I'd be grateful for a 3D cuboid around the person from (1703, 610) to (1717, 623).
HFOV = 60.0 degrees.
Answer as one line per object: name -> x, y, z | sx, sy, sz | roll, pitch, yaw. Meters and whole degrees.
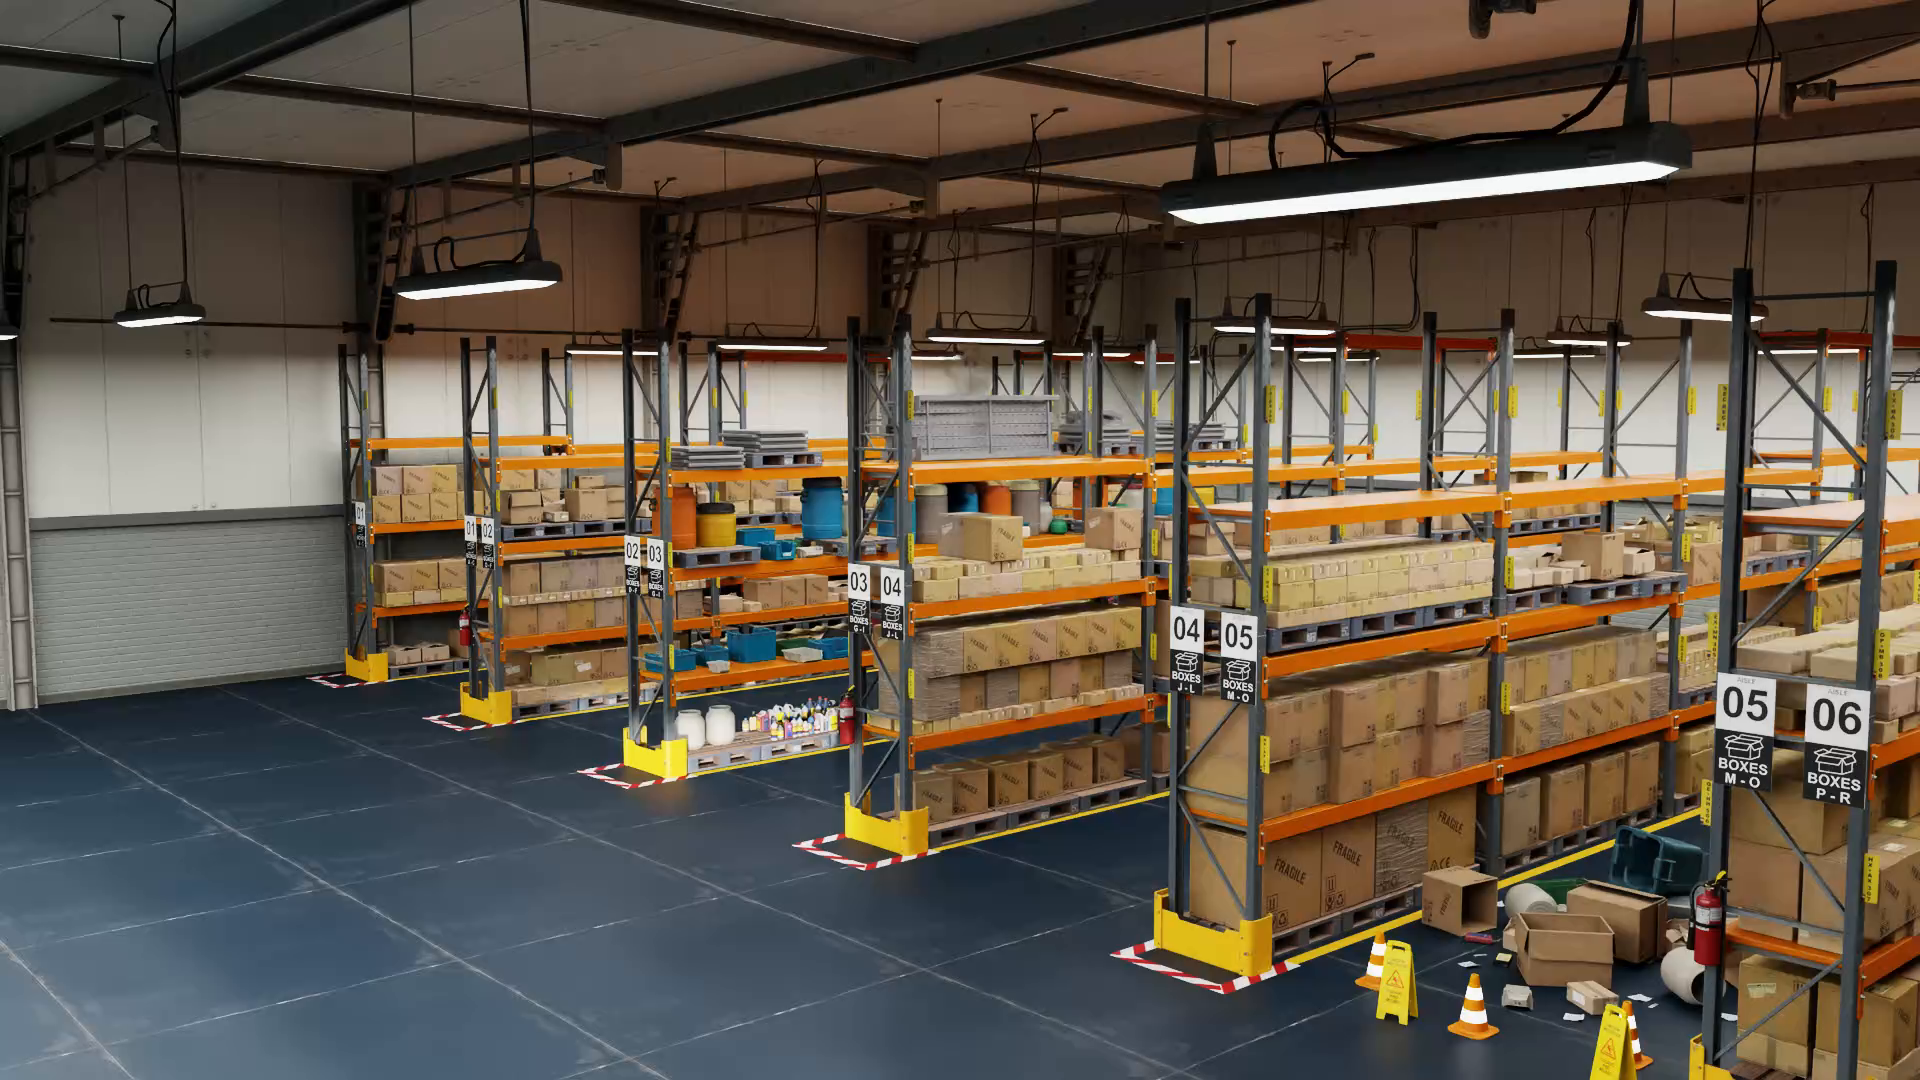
person -> 11.663, 1.978, 25.822 | 0.680, 1.814, 0.696 | -4, 6, -37
